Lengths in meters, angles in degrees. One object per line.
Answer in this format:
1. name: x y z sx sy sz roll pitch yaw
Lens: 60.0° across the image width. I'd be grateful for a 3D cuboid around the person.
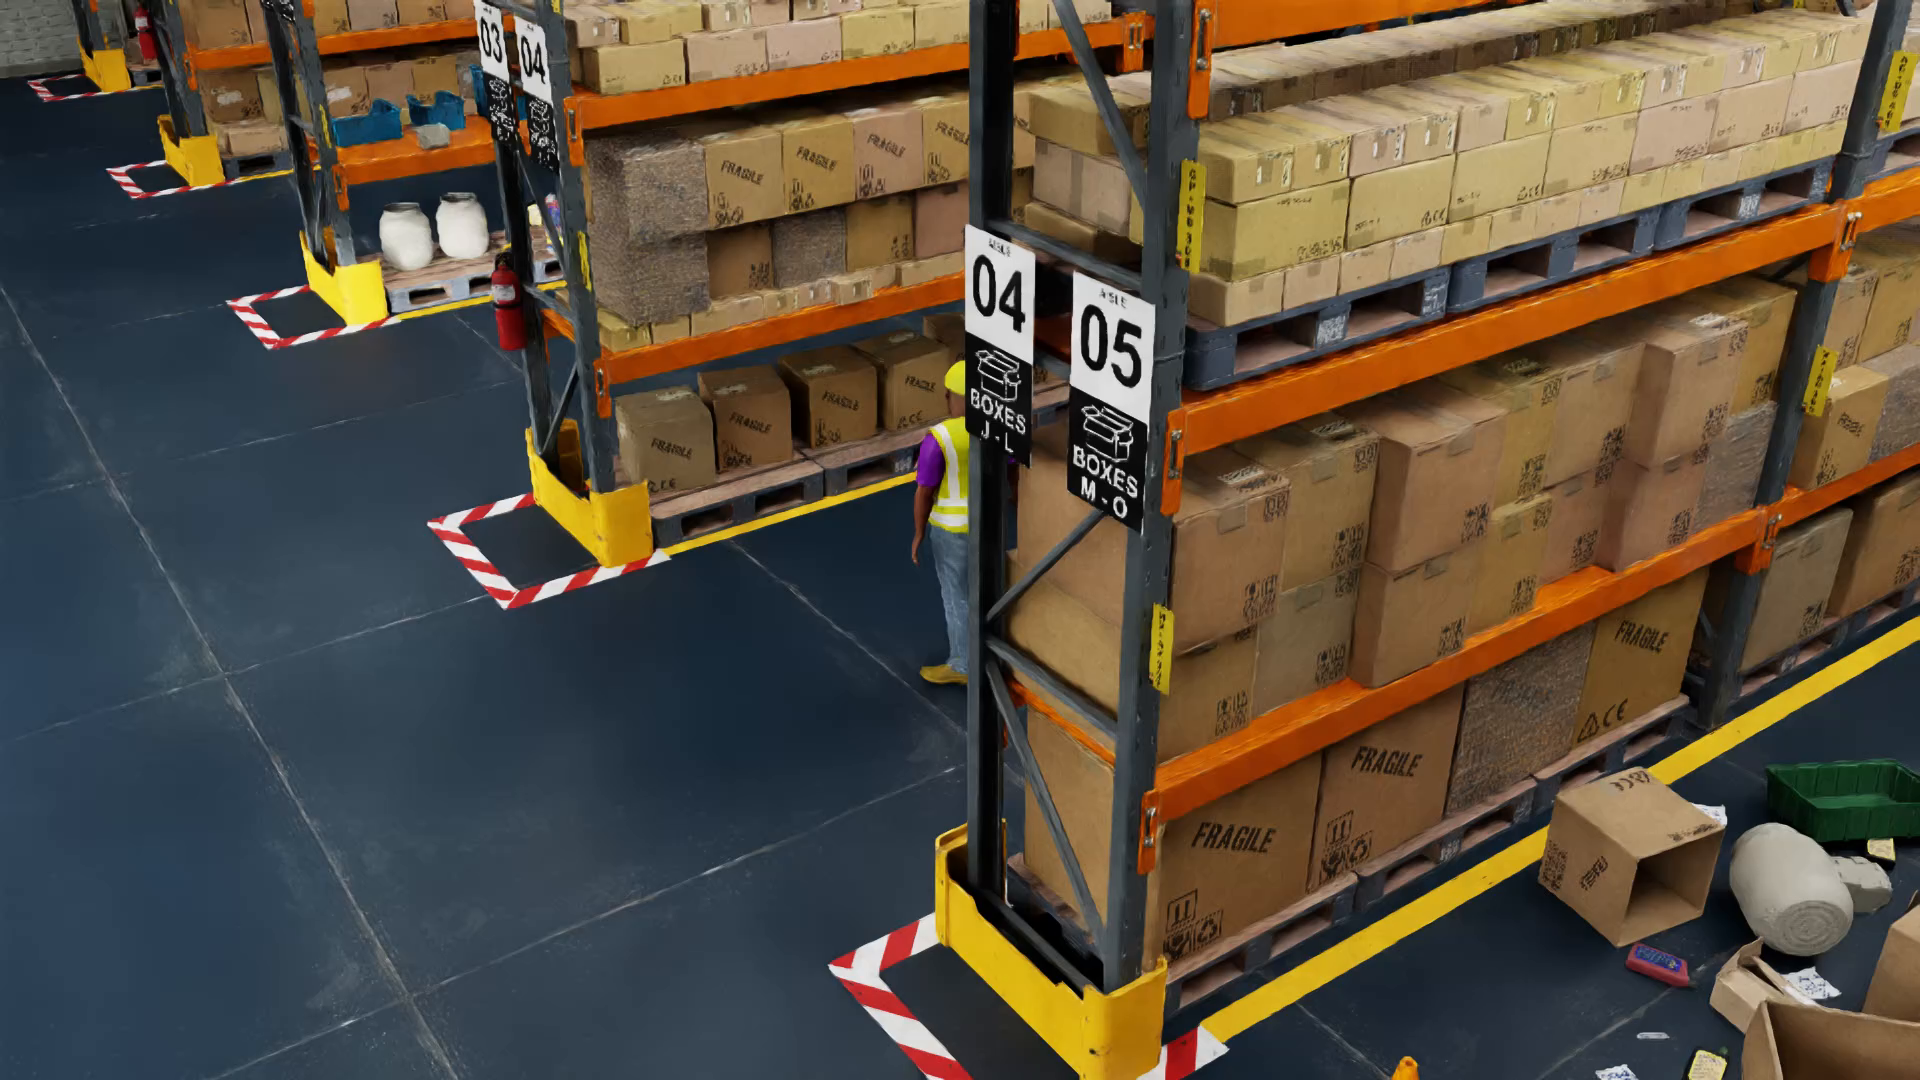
1. person: 0.032 -0.139 8.830 0.738 1.768 0.582 -18 33 -30
